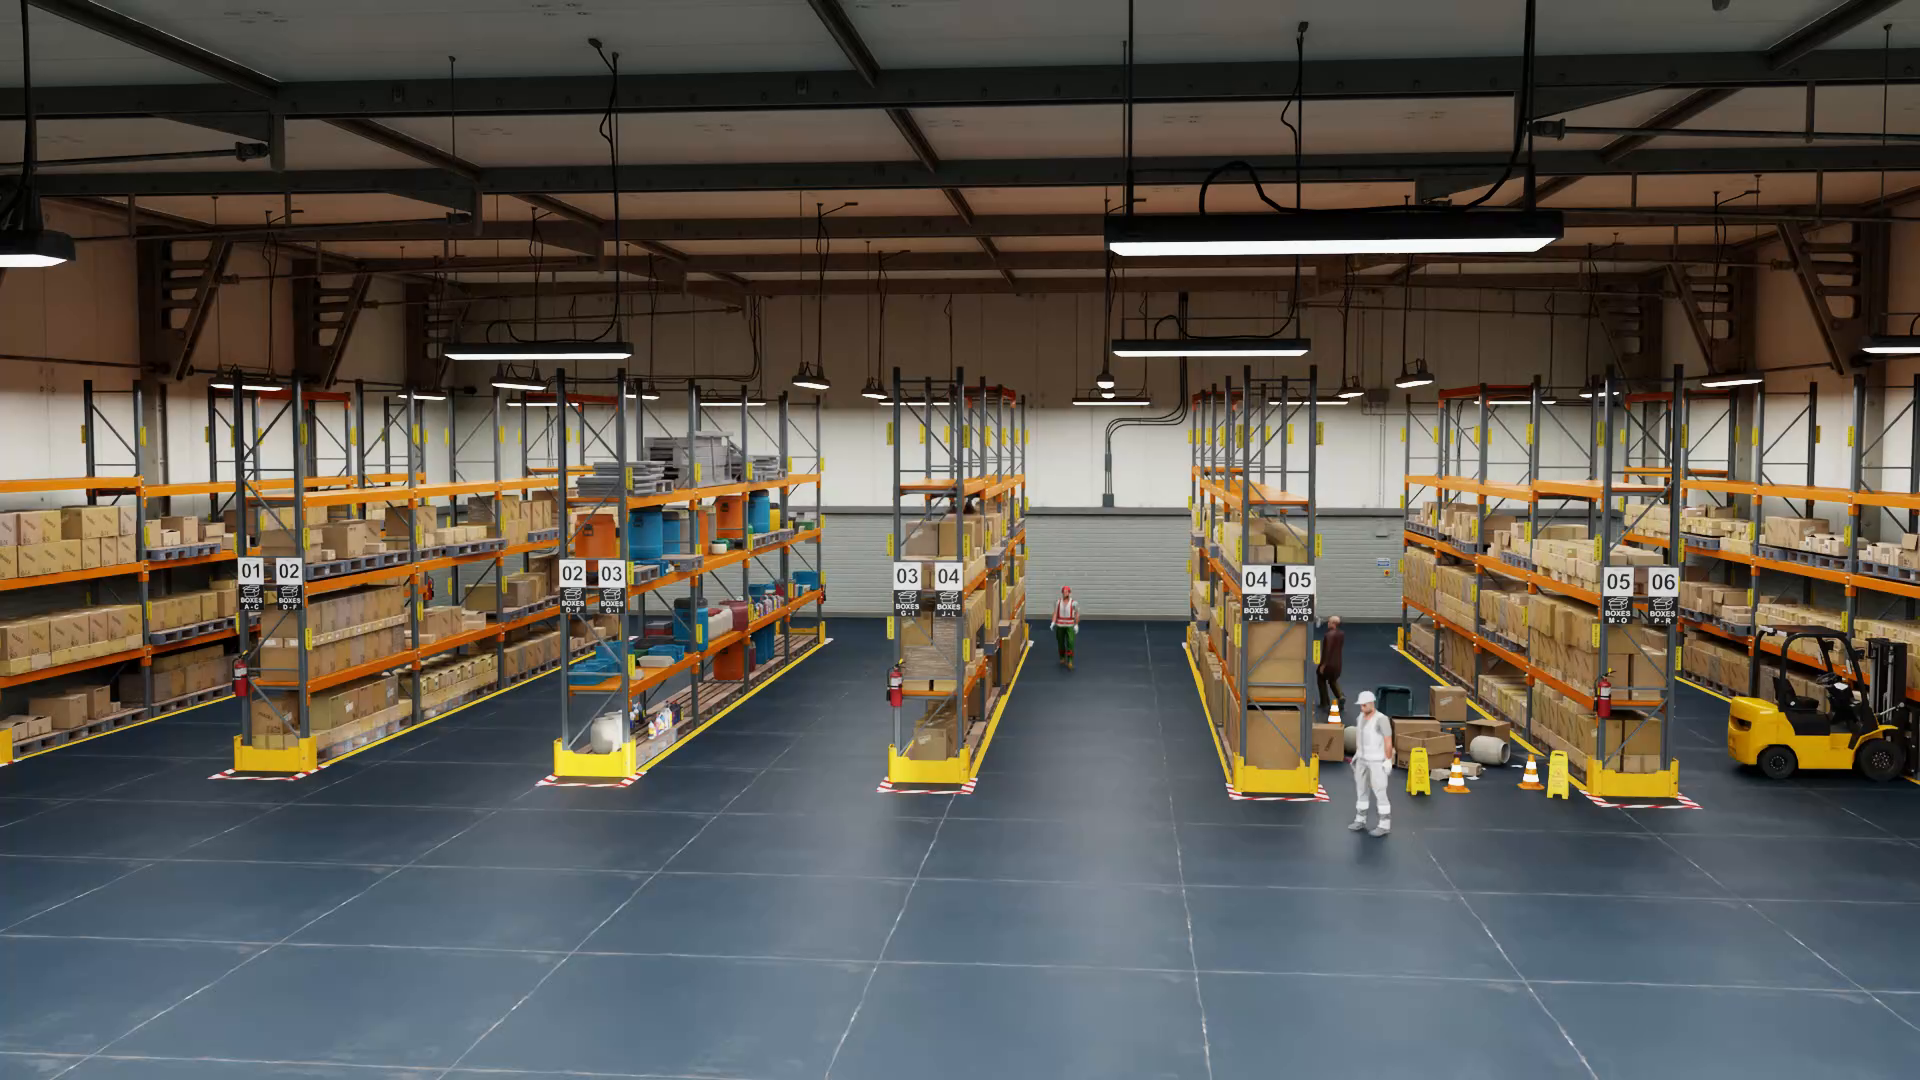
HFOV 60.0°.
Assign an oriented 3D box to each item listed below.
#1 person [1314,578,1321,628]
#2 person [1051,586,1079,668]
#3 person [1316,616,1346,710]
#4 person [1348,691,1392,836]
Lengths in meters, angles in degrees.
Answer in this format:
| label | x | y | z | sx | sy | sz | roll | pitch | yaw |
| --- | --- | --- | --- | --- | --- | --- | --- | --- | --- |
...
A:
| label | x | y | z | sx | sy | sz | roll | pitch | yaw |
| --- | --- | --- | --- | --- | --- | --- | --- | --- | --- |
| person | 8.956 | 1.498 | 42.763 | 0.580 | 1.668 | 0.493 | -2 | 4 | -33 |
| person | 2.277 | 1.873 | 36.070 | 0.621 | 1.737 | 0.971 | 0 | 4 | 3 |
| person | 6.788 | 2.271 | 30.479 | 0.595 | 1.760 | 0.666 | -2 | 4 | -24 |
| person | 5.158 | 2.795 | 21.022 | 0.402 | 1.782 | 0.611 | -2 | 4 | -31 |
